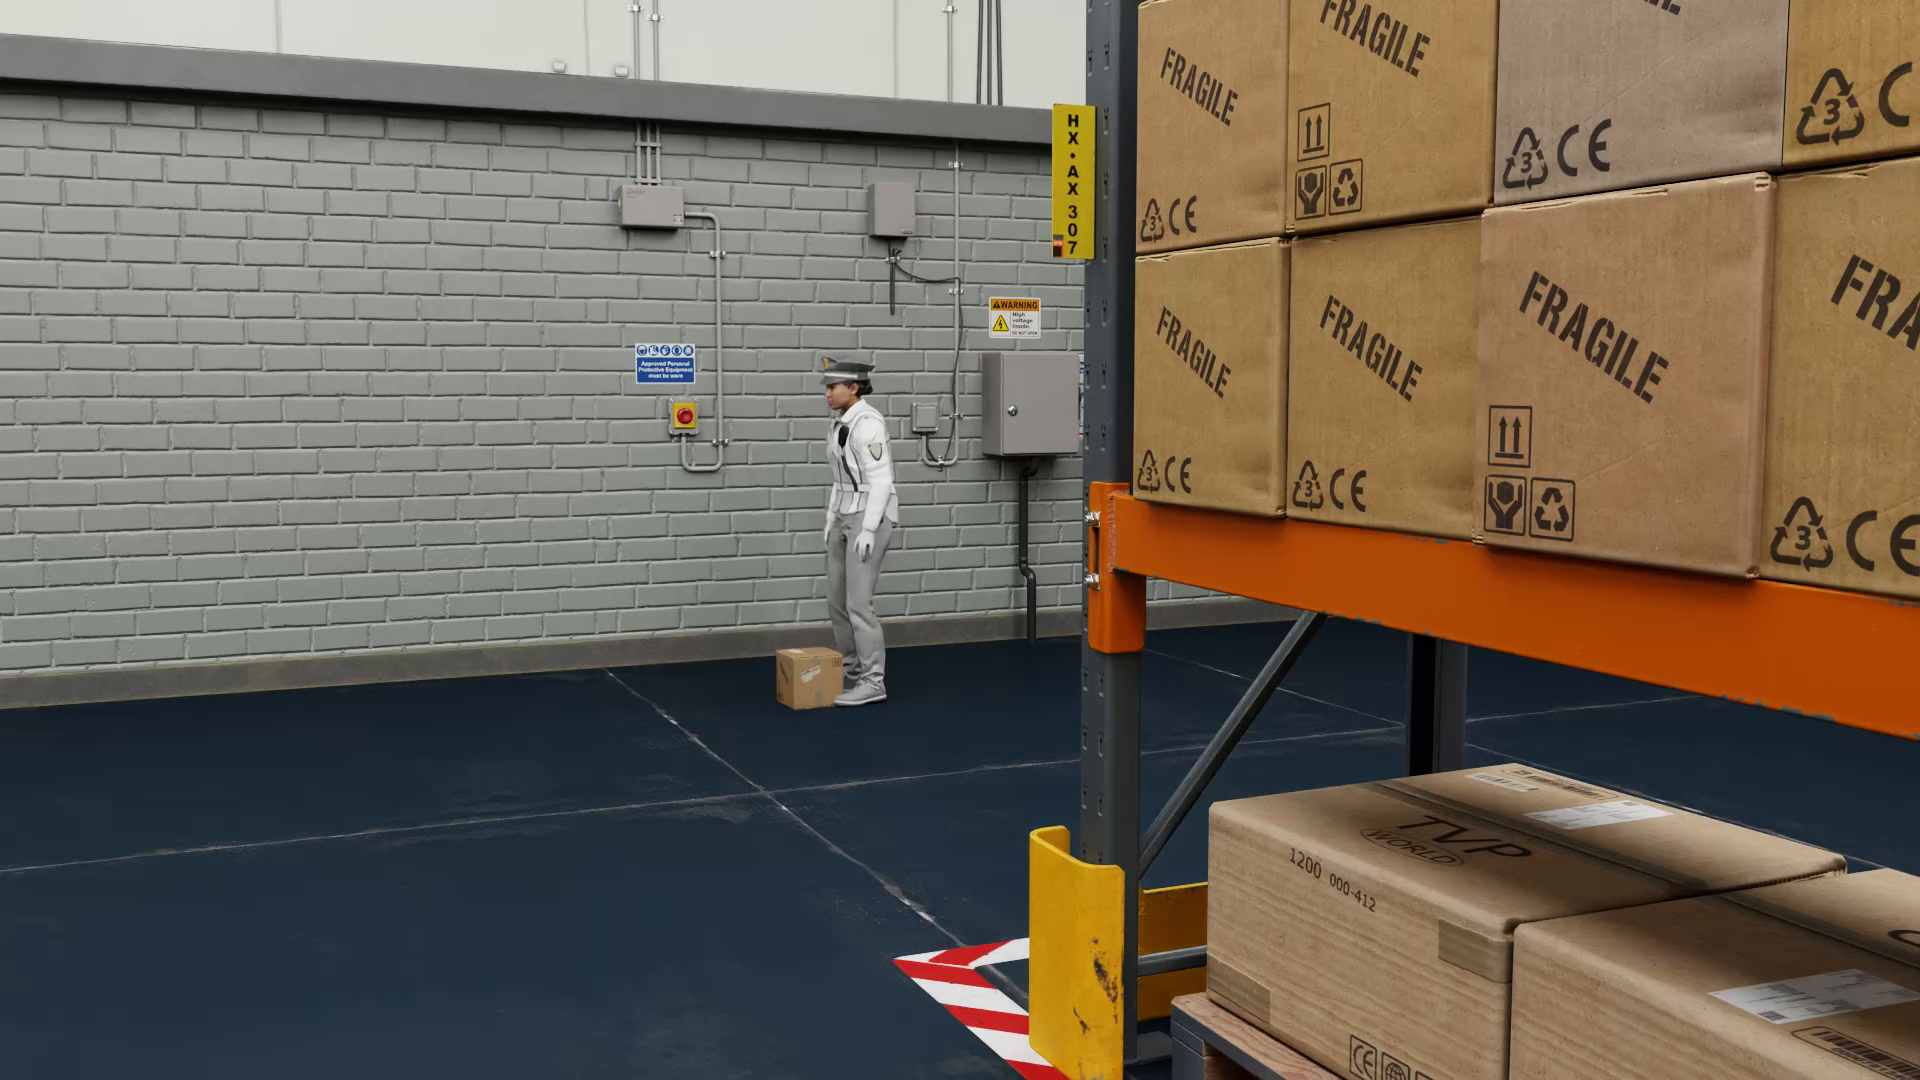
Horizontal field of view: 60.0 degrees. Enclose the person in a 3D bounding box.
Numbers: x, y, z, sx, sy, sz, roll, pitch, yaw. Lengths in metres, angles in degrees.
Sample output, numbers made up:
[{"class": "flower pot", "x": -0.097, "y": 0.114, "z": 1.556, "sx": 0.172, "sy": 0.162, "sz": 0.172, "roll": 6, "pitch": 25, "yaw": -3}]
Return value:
[{"class": "person", "x": -0.502, "y": -0.051, "z": 8.020, "sx": 0.368, "sy": 1.663, "sz": 0.518, "roll": -3, "pitch": 6, "yaw": -26}]
